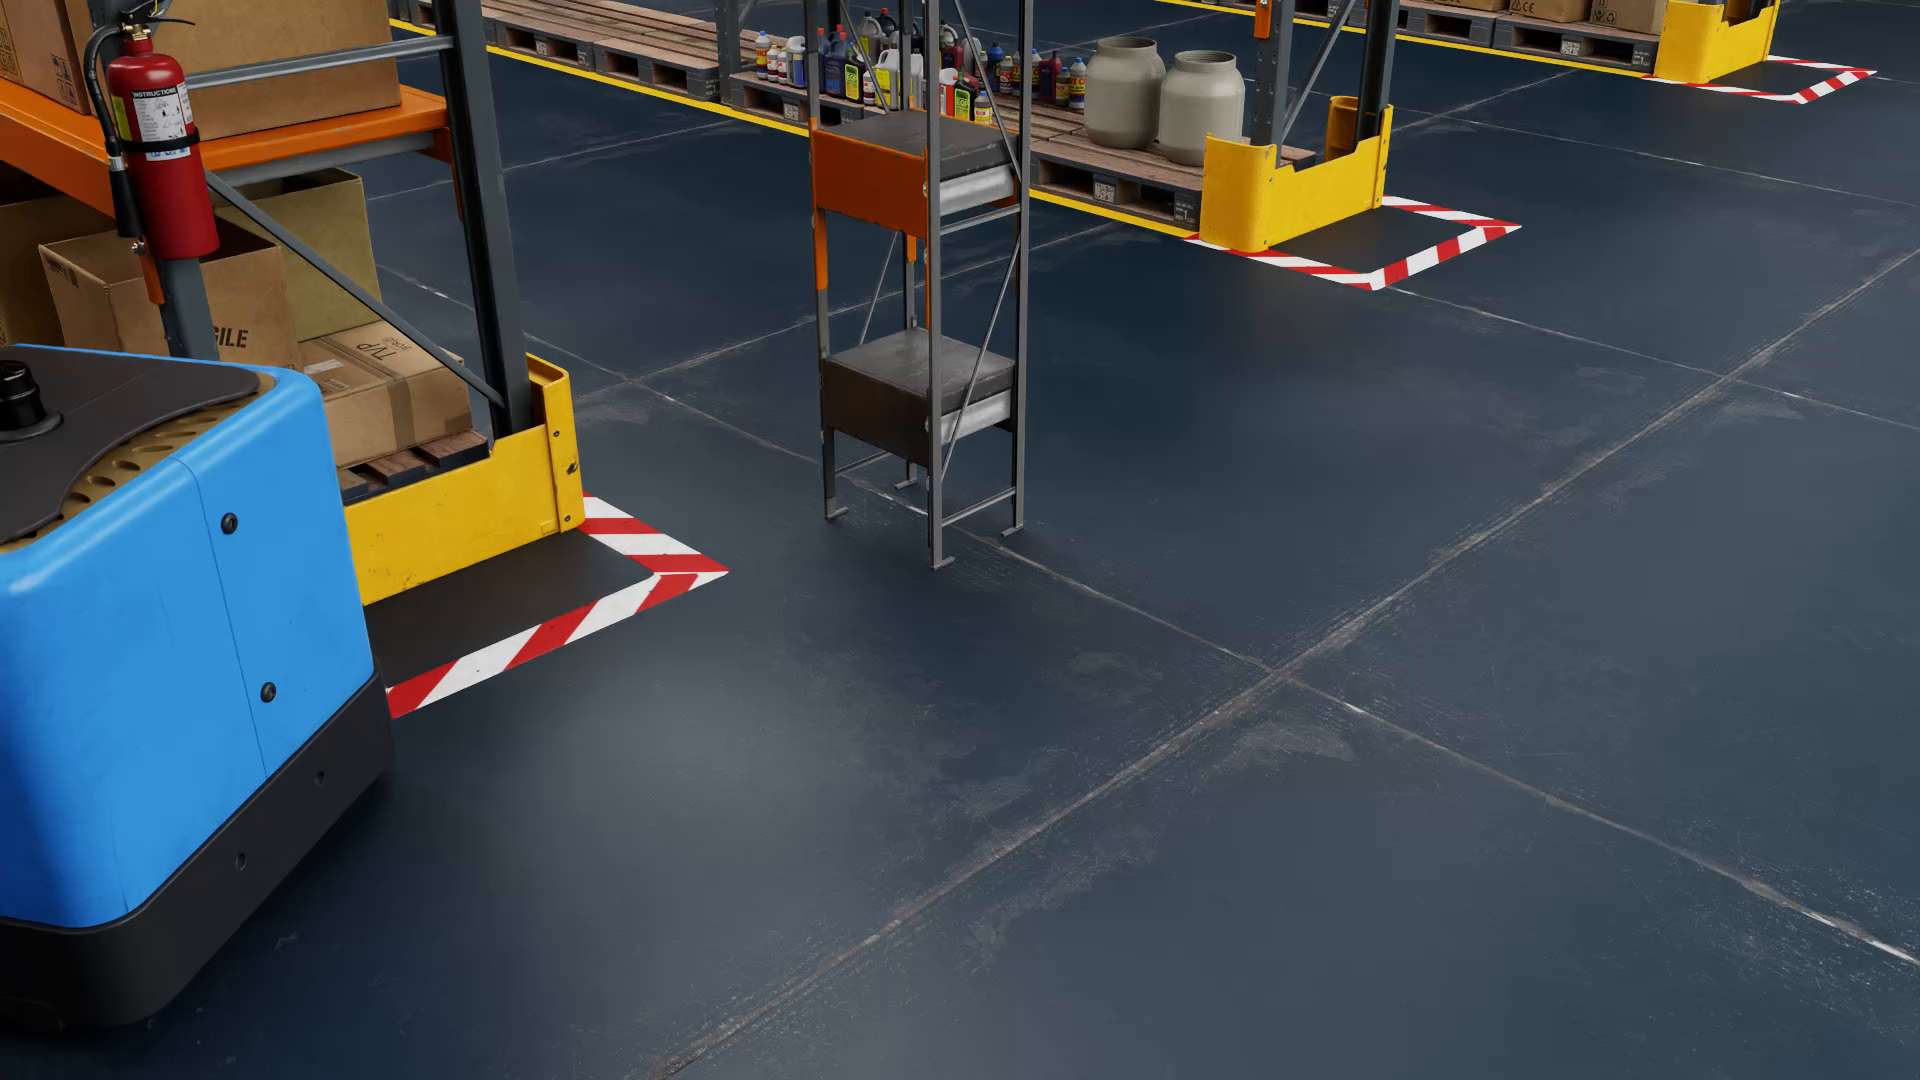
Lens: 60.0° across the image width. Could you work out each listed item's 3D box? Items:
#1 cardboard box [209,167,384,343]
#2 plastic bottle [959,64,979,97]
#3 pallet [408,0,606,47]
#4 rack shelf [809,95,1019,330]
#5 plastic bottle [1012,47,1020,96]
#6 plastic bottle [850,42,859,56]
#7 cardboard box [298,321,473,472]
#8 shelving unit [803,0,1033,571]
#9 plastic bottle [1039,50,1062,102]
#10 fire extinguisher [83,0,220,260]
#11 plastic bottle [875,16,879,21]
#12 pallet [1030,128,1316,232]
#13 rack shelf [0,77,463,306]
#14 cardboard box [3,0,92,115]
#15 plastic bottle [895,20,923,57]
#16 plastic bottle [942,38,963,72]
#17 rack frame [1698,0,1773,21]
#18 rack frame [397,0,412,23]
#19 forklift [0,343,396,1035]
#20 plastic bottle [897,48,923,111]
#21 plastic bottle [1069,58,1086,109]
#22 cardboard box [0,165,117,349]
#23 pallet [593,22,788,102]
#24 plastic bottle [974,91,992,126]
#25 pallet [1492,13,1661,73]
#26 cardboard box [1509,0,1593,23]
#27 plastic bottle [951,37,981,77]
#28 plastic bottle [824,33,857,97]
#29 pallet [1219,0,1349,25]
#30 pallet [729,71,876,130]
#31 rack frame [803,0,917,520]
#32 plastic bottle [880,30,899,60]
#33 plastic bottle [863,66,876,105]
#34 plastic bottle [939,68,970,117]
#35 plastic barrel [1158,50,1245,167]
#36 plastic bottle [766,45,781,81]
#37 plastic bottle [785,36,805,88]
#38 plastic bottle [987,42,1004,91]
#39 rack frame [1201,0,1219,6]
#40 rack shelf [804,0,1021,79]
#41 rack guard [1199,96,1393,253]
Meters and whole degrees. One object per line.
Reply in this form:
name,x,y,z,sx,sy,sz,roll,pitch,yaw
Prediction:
cardboard box,-2.317,-0.974,5.577,0.500,0.500,0.500,25,36,38
plastic bottle,0.039,-2.477,9.185,0.133,0.283,0.061,25,36,38
pallet,-3.437,-4.015,12.659,1.213,0.211,1.003,25,36,38
rack shelf,-0.118,-0.971,4.870,0.480,0.518,0.431,25,36,38
plastic bottle,0.352,-2.731,9.680,0.097,0.271,0.097,0,28,0
plastic bottle,-0.637,-2.788,9.789,0.097,0.271,0.097,0,28,0
cardboard box,-1.960,-0.479,5.442,0.500,0.250,0.500,25,36,38
shelving unit,-0.118,-0.983,4.864,0.503,2.100,0.431,25,36,38
plastic bottle,0.519,-2.672,9.554,0.061,0.283,0.133,-25,36,-38
fire extinguisher,-1.975,-1.035,4.078,0.183,0.674,0.296,25,36,38
plastic bottle,-0.536,-3.155,10.472,0.061,0.283,0.133,-23,36,-37
pallet,1.080,-1.946,8.724,1.213,0.211,1.003,25,36,38
rack shelf,-3.159,-1.596,5.835,4.000,0.370,1.077,25,36,38
cardboard box,-2.435,-1.632,5.024,0.700,0.500,0.500,-24,36,-38
plastic bottle,-0.312,-3.055,10.210,0.185,0.351,0.144,22,35,36
plastic bottle,-0.043,-2.830,9.854,0.133,0.283,0.061,25,36,38
rack frame,5.215,-4.548,10.677,0.127,3.000,1.000,25,36,38
rack frame,-3.962,-5.515,12.515,0.127,3.000,1.000,25,36,38
forklift,-2.961,-0.660,3.356,3.031,2.935,1.130,6,28,11
plastic bottle,-0.255,-2.570,9.288,0.144,0.351,0.185,-24,36,-37
plastic bottle,0.668,-2.587,9.405,0.097,0.271,0.097,0,28,0
cardboard box,-3.048,-0.960,5.551,0.500,0.500,0.500,25,36,38
pallet,-1.697,-3.219,11.144,1.213,0.211,1.003,25,36,38
plastic bottle,0.125,-2.314,8.962,0.097,0.201,0.097,0,28,0
pallet,4.606,-3.616,11.899,1.213,0.211,1.003,25,36,38
cardboard box,4.331,-4.021,11.908,0.500,0.500,0.500,-15,31,-27
plastic bottle,0.032,-2.862,9.924,0.152,0.276,0.135,-25,36,-38
plastic bottle,-0.691,-2.769,9.667,0.185,0.351,0.144,23,35,36
pallet,2.866,-4.412,13.413,1.213,0.211,1.003,25,36,38
pallet,-0.660,-2.742,10.239,1.213,0.211,1.003,25,36,38
rack frame,-0.292,-1.063,5.015,0.015,2.100,0.400,25,36,38
plastic bottle,-0.398,-2.964,10.118,0.135,0.276,0.152,25,36,38
plastic bottle,-0.505,-2.603,9.511,0.097,0.201,0.097,0,28,0
plastic bottle,-0.035,-2.439,9.119,0.135,0.276,0.152,25,37,39
plastic barrel,1.219,-2.179,8.392,0.421,0.512,0.421,0,28,0
plastic bottle,-1.118,-2.883,10.044,0.097,0.201,0.097,0,28,0
plastic bottle,-0.940,-2.853,9.906,0.152,0.276,0.135,-24,36,-37
plastic bottle,0.208,-2.797,9.805,0.097,0.271,0.097,0,28,0
rack frame,2.362,-5.853,13.159,0.127,3.000,1.000,25,36,38
rack shelf,-0.118,-1.591,4.545,0.480,0.518,0.431,25,36,38
rack guard,1.655,-1.807,8.150,0.348,0.500,1.175,25,36,38
